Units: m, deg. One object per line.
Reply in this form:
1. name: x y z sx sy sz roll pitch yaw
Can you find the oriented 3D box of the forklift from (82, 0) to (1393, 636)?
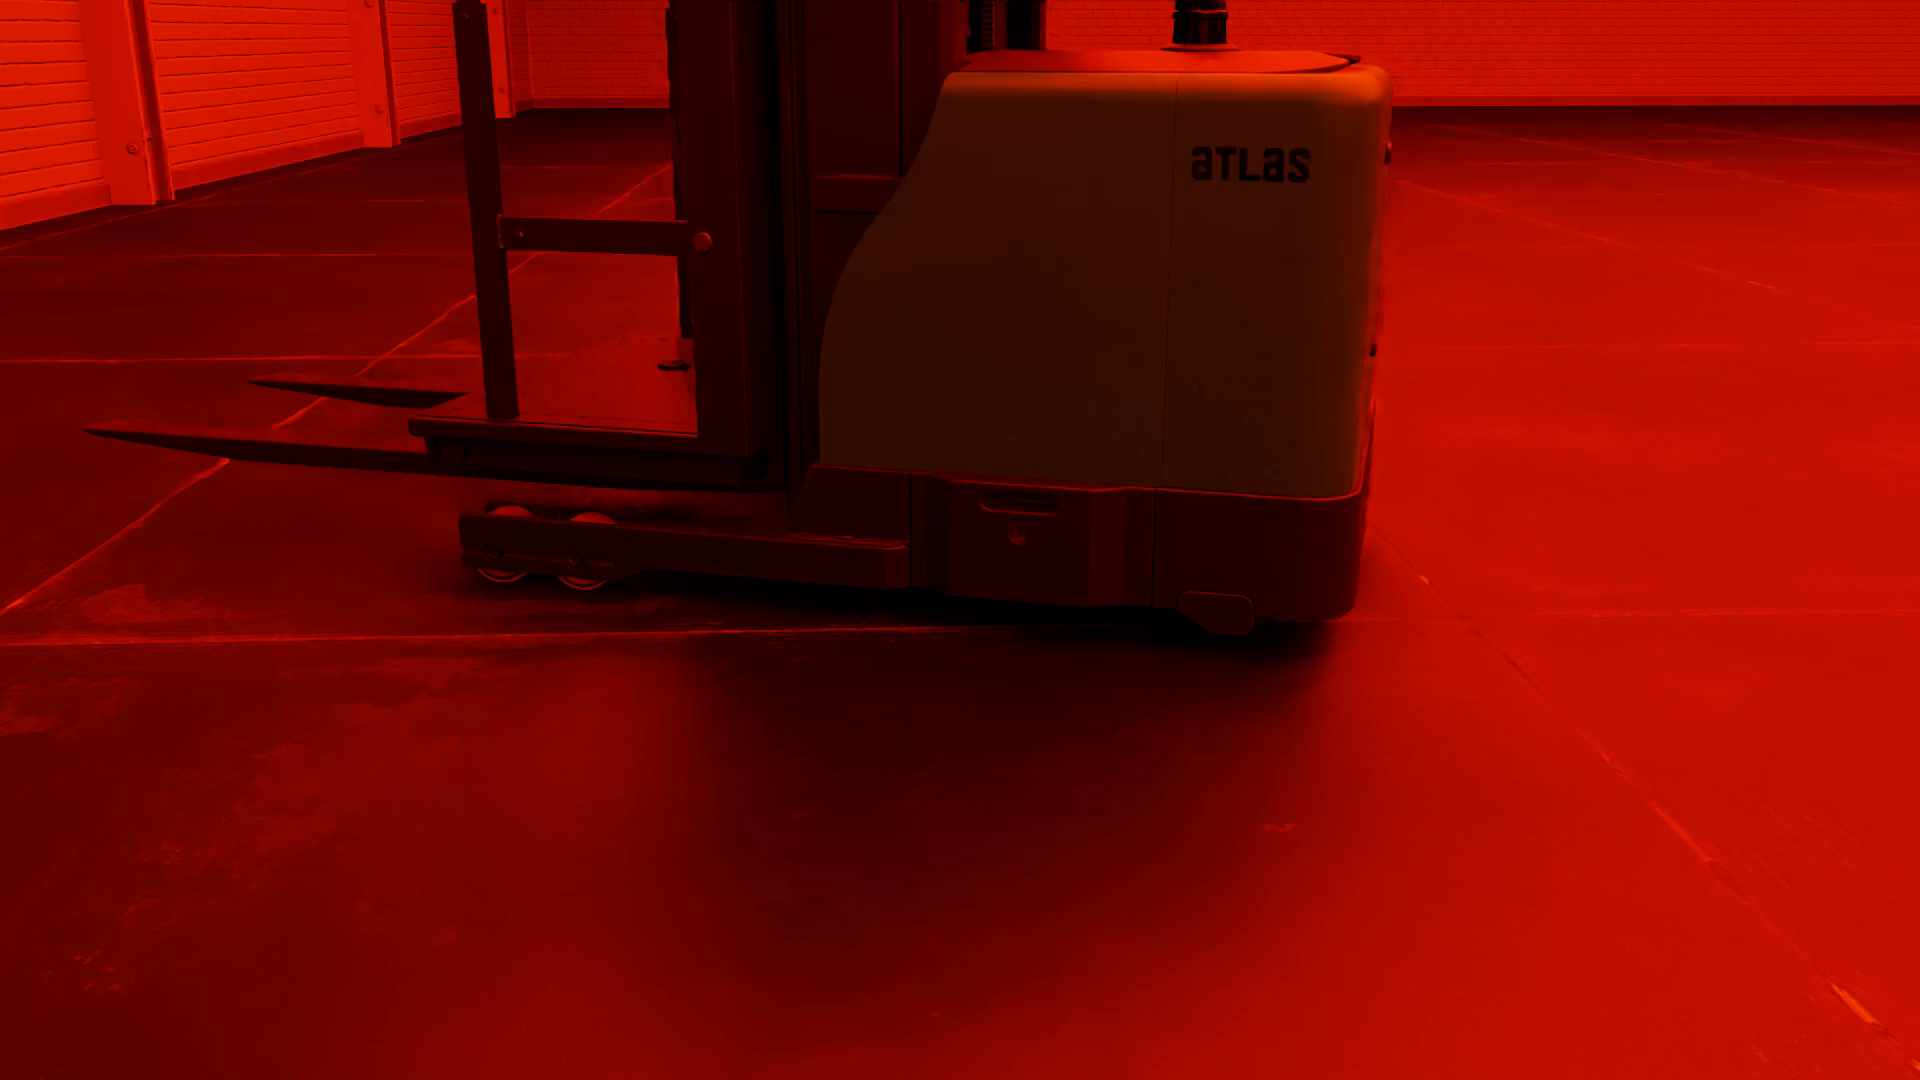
1. forklift: -0.586 -1.436 3.602 3.031 2.935 1.130 5 18 15
